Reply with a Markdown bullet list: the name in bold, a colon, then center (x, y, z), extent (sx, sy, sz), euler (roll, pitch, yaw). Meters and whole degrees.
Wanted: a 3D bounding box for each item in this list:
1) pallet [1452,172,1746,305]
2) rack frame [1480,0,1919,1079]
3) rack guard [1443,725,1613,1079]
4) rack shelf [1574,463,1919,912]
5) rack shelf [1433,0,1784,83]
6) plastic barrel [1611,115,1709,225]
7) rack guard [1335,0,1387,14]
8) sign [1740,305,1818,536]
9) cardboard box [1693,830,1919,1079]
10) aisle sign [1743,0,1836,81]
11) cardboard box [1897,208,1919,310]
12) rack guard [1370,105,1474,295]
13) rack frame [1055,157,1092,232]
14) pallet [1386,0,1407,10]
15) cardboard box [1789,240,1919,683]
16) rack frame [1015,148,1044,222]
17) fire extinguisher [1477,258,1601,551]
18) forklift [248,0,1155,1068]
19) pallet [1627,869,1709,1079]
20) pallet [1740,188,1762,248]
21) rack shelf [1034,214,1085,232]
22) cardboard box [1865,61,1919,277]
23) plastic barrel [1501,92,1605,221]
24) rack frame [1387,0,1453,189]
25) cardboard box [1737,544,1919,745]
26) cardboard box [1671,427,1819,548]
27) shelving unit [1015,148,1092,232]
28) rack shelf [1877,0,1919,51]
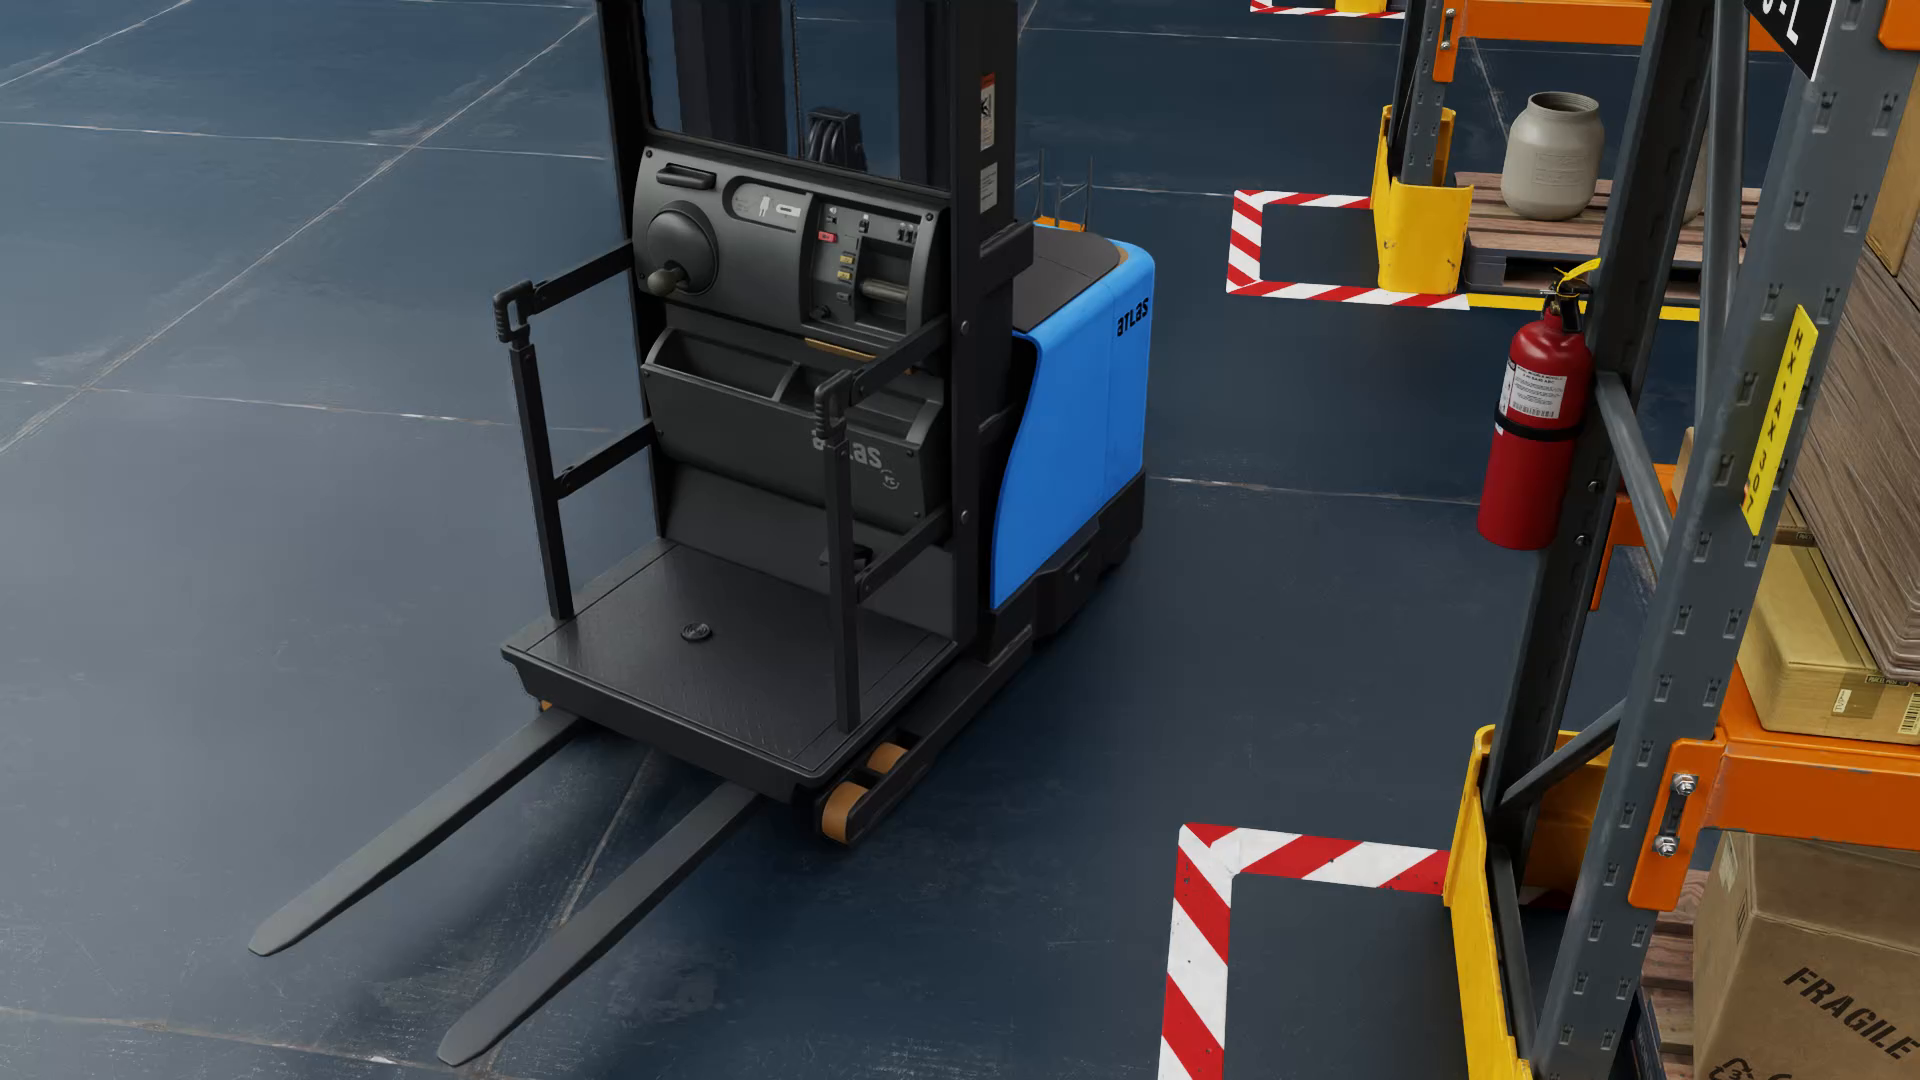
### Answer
- **pallet**: center (2.974, -1.436, 7.846), extent (1.213, 0.211, 1.003), euler (5, 32, 8)
- **rack frame**: center (1.258, -0.085, 3.059), extent (0.127, 3.000, 1.000), euler (5, 32, 8)
- **rack guard**: center (1.333, 0.981, 3.712), extent (0.348, 0.500, 1.175), euler (5, 32, 8)
- **rack shelf**: center (3.229, 0.398, 2.965), extent (4.000, 0.370, 1.077), euler (5, 32, 8)
- **rack shelf**: center (4.063, -2.192, 7.103), extent (4.000, 0.370, 1.077), euler (5, 32, 8)
- **plastic barrel**: center (3.247, -1.736, 7.645), extent (0.421, 0.512, 0.421), euler (0, 32, 0)
- **rack guard**: center (2.905, -4.209, 12.003), extent (0.348, 0.500, 1.175), euler (5, 32, 8)
- **sign**: center (1.167, -0.169, 2.376), extent (0.005, 0.325, 0.100), euler (5, 32, 8)
- **cardboard box**: center (1.871, 0.861, 3.508), extent (0.500, 0.500, 0.500), euler (11, 34, 17)
- **aisle sign**: center (1.146, -1.036, 2.128), extent (0.004, 0.787, 0.394), euler (5, 32, 8)
- **cardboard box**: center (1.754, -0.486, 2.382), extent (0.500, 0.500, 0.500), euler (5, 32, 8)
- **rack guard**: center (2.174, -1.634, 7.889), extent (0.348, 0.500, 1.175), euler (5, 32, 8)
- **rack frame**: center (0.372, -0.706, 5.745), extent (0.006, 1.200, 0.240), euler (18, 36, 26)
- **pallet**: center (3.689, -4.038, 12.002), extent (1.213, 0.211, 1.003), euler (5, 32, 8)
- **cardboard box**: center (1.795, -0.190, 2.852), extent (0.500, 0.500, 0.875), euler (5, 32, 8)
- **rack frame**: center (0.216, -0.756, 5.825), extent (0.006, 1.200, 0.240), euler (18, 36, 26)
- **fire extinguisher**: center (1.223, -0.304, 3.481), extent (0.183, 0.674, 0.296), euler (5, 32, 8)
- **forklift**: center (-0.572, -0.710, 4.121), extent (1.130, 2.935, 3.031), euler (18, 36, 26)
- **pallet**: center (2.128, 1.194, 3.643), extent (1.213, 0.211, 1.003), euler (5, 32, 8)
- **pallet**: center (4.173, -1.326, 7.670), extent (1.213, 0.211, 1.003), euler (5, 32, 8)
- **rack shelf**: center (0.295, -0.999, 5.619), extent (0.180, 0.103, 0.258), euler (18, 36, 26)
- **cardboard box**: center (1.842, -0.758, 2.817), extent (0.500, 0.500, 0.500), euler (5, 32, 8)
- **plastic barrel**: center (2.753, -1.780, 7.716), extent (0.421, 0.512, 0.421), euler (0, 32, 0)
- **rack frame**: center (2.091, -2.676, 7.198), extent (0.127, 3.000, 1.000), euler (5, 32, 8)
- **cardboard box**: center (1.499, 0.171, 2.886), extent (0.250, 0.149, 0.380), euler (5, 32, 8)
- **cardboard box**: center (1.574, -0.061, 3.258), extent (0.250, 0.149, 0.380), euler (5, 32, 8)
- **shelving unit**: center (0.294, -0.731, 5.785), extent (0.189, 1.200, 0.258), euler (18, 36, 26)
- **rack shelf**: center (3.229, -0.873, 2.169), extent (4.000, 0.370, 1.077), euler (5, 32, 8)
